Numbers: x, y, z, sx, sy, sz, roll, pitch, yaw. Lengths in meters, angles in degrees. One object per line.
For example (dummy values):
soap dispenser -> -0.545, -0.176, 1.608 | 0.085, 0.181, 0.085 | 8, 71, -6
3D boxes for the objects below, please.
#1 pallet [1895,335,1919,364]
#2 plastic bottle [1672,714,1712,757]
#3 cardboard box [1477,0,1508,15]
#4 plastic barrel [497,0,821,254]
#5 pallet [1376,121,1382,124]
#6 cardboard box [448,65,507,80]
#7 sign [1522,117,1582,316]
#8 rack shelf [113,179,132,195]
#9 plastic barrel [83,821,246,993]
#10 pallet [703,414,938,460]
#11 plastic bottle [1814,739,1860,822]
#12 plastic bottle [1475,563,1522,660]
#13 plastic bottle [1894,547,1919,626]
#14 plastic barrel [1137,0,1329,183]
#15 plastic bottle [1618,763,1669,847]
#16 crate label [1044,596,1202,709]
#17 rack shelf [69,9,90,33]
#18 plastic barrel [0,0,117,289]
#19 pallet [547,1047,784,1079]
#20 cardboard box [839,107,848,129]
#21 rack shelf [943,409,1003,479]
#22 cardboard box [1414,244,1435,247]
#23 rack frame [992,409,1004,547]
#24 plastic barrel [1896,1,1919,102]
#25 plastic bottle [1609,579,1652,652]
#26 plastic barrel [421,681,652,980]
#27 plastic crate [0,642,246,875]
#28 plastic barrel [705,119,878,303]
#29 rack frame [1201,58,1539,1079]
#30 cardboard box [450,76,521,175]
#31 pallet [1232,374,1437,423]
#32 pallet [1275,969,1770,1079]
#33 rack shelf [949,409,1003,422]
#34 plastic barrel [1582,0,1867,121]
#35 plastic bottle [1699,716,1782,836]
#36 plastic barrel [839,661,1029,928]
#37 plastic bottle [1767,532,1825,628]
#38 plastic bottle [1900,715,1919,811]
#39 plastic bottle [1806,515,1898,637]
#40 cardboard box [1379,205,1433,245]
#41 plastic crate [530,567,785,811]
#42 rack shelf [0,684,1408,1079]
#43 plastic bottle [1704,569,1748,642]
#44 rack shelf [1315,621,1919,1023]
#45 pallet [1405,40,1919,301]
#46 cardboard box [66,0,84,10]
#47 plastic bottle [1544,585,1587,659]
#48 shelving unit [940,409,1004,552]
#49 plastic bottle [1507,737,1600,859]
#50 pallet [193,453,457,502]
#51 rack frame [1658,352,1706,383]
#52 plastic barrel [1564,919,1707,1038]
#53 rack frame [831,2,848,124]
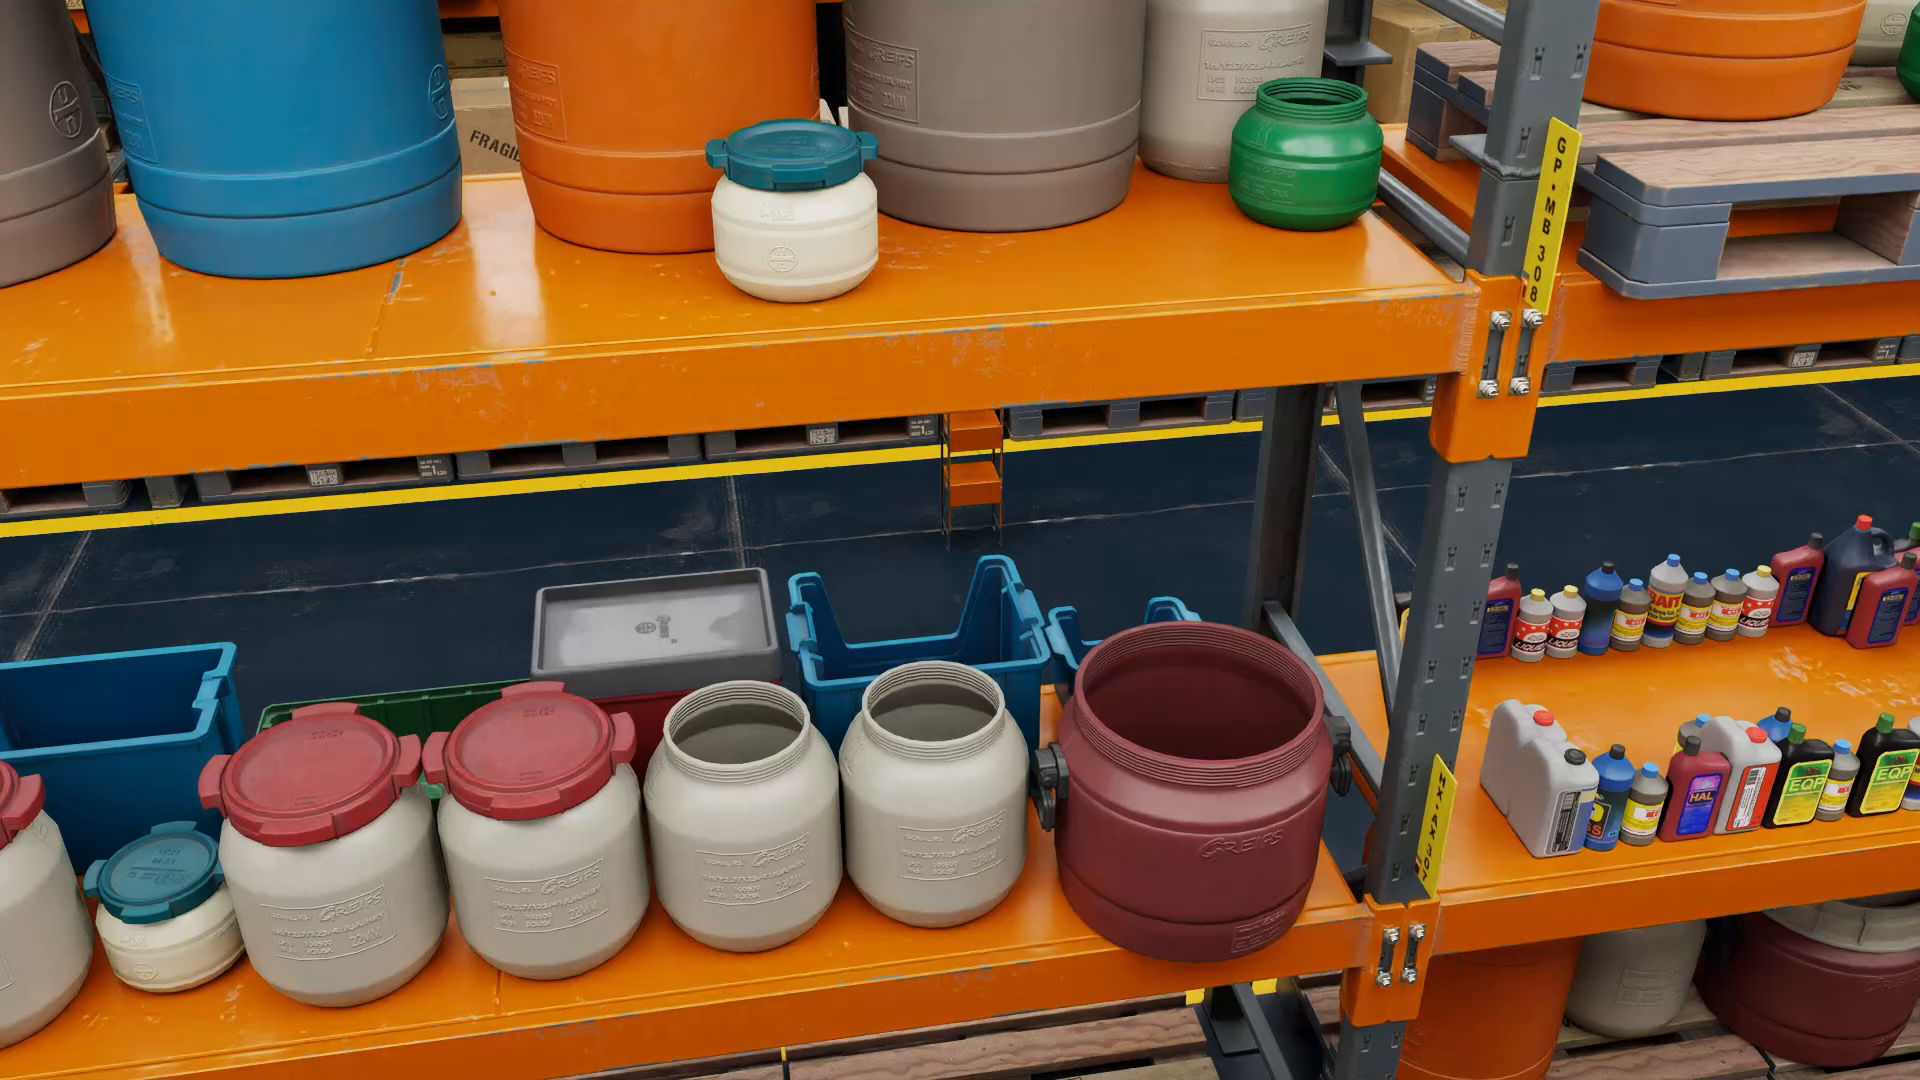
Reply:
pallet -> 5.840, -1.393, 9.910 | 1.213, 0.211, 1.003 | -5, 31, -9
plastic bottle -> 1.814, 0.520, 4.102 | 0.097, 0.201, 0.097 | 0, 30, 0
cardboard box -> 2.791, -2.617, 8.729 | 0.500, 0.500, 0.700 | -1, 30, -1
plastic barrel -> -0.574, -1.036, 3.169 | 0.708, 0.830, 0.600 | -5, 31, -9
pallet -> 1.939, -2.151, 8.639 | 1.213, 0.211, 1.003 | -5, 31, -9
cardboard box -> -3.583, -3.418, 12.636 | 0.500, 0.500, 0.700 | -6, 31, -10
sign -> 1.022, -0.558, 2.884 | 0.005, 0.325, 0.100 | -5, 31, -9
rack shelf -> -5.875, -1.196, 7.535 | 4.000, 0.370, 1.077 | -5, 31, -9
plastic barrel -> -1.689, 0.796, 3.573 | 0.301, 0.262, 0.301 | 0, 30, 0
pallet -> -0.790, -0.796, 8.896 | 1.213, 0.211, 1.003 | -5, 31, -9
plastic bottle -> 2.105, 0.572, 4.014 | 0.097, 0.201, 0.097 | 0, 30, 0
plastic bottle -> 1.464, 0.195, 4.574 | 0.133, 0.283, 0.061 | -5, 31, -9
plastic bottle -> 2.685, 0.113, 4.713 | 0.133, 0.283, 0.061 | -5, 31, -9
plastic barrel -> 0.555, -1.050, 3.507 | 0.421, 0.512, 0.421 | 0, 30, 0
plastic bottle -> 1.614, 0.617, 3.937 | 0.097, 0.201, 0.097 | 0, 30, 0
crate label -> 0.434, 0.340, 4.378 | 0.416, 0.233, 0.303 | -5, 31, -9
rack shelf -> -6.771, -3.666, 11.735 | 4.000, 0.370, 1.077 | -5, 31, -9
plastic barrel -> -1.914, -0.943, 2.940 | 0.600, 0.901, 0.600 | 0, 30, 0
pallet -> -1.051, 1.779, 4.516 | 1.213, 0.211, 1.003 | -5, 31, -9
cardboard box -> -0.338, -2.004, 8.287 | 0.500, 0.311, 0.500 | -3, 31, -6
rack shelf -> 0.053, -0.448, 7.498 | 0.240, 0.259, 0.215 | -5, 31, -9
cardboard box -> 2.427, -1.513, 9.395 | 0.500, 0.500, 0.500 | -5, 31, -8
rack frame -> 0.173, -0.469, 7.511 | 0.008, 1.050, 0.200 | -5, 31, -9
plastic barrel -> 1.999, -0.973, 3.226 | 0.294, 0.245, 0.294 | 0, 30, 0
plastic bottle -> 1.868, 0.203, 4.642 | 0.097, 0.201, 0.097 | 0, 30, 0
plastic barrel -> -0.891, 0.638, 3.572 | 0.433, 0.535, 0.433 | 0, 30, 0
plastic crate -> -1.990, 0.532, 3.902 | 0.575, 0.384, 0.392 | -5, 31, -9
plastic barrel -> -0.293, -0.585, 2.963 | 0.301, 0.262, 0.301 | 0, 30, 0
rack frame -> 0.916, 0.416, 4.084 | 0.127, 3.000, 1.000 | -5, 31, -9
cardboard box -> -2.138, -1.888, 7.903 | 0.500, 0.500, 0.500 | -5, 31, -9
pallet -> 1.966, -1.011, 9.261 | 1.213, 0.211, 1.003 | -5, 31, -9
pallet -> 1.684, 1.525, 4.948 | 1.213, 0.211, 1.003 | -5, 31, -9
rack shelf -> 0.053, -0.693, 7.354 | 0.240, 0.259, 0.215 | -5, 31, -9
plastic barrel -> 1.475, -1.294, 3.194 | 0.708, 0.830, 0.600 | -5, 31, -9
plastic bottle -> 1.855, 0.549, 3.980 | 0.135, 0.276, 0.152 | -5, 31, -9
plastic barrel -> -0.058, 0.568, 3.714 | 0.421, 0.512, 0.421 | 0, 30, 0
plastic bottle -> 2.361, 0.112, 4.715 | 0.133, 0.283, 0.061 | -5, 31, -9
plastic bottle -> 2.332, 0.520, 4.032 | 0.097, 0.271, 0.097 | 0, 30, 0
plastic bottle -> 2.525, 0.089, 4.687 | 0.185, 0.351, 0.144 | -5, 31, -9
cardboard box -> 2.458, -1.841, 9.214 | 0.500, 0.250, 0.500 | -5, 31, -9
plastic crate -> -0.729, 0.383, 4.076 | 0.583, 0.464, 0.402 | -5, 31, -9
rack shelf -> -1.052, 0.908, 3.955 | 4.000, 0.370, 1.077 | -5, 31, -9
plastic bottle -> 2.155, 0.176, 4.687 | 0.097, 0.201, 0.097 | 0, 30, 0
rack shelf -> 2.883, 0.543, 4.576 | 4.000, 0.370, 1.077 | -5, 31, -9
pallet -> 1.686, -0.817, 3.407 | 1.213, 0.211, 1.003 | -5, 31, -9
cardboard box -> -6.198, -3.813, 11.404 | 0.500, 0.250, 0.500 | -5, 31, -9
plastic bottle -> 1.676, 0.220, 4.612 | 0.097, 0.201, 0.097 | 0, 30, 0
shelving unit -> 0.053, -0.457, 7.492 | 0.252, 1.050, 0.215 | -5, 31, -9
plastic bottle -> 1.400, 0.591, 3.908 | 0.135, 0.276, 0.152 | -5, 31, -9
pallet -> -3.190, -0.574, 8.517 | 1.213, 0.211, 1.003 | -5, 31, -9
rack frame -> 3.962, -2.419, 8.905 | 0.127, 3.000, 1.000 | -5, 31, -9
plastic barrel -> 1.933, 1.158, 4.862 | 0.421, 0.512, 0.421 | 0, 30, 0
rack frame -> -0.869, -4.524, 12.484 | 0.127, 3.000, 1.000 | -5, 31, -9
